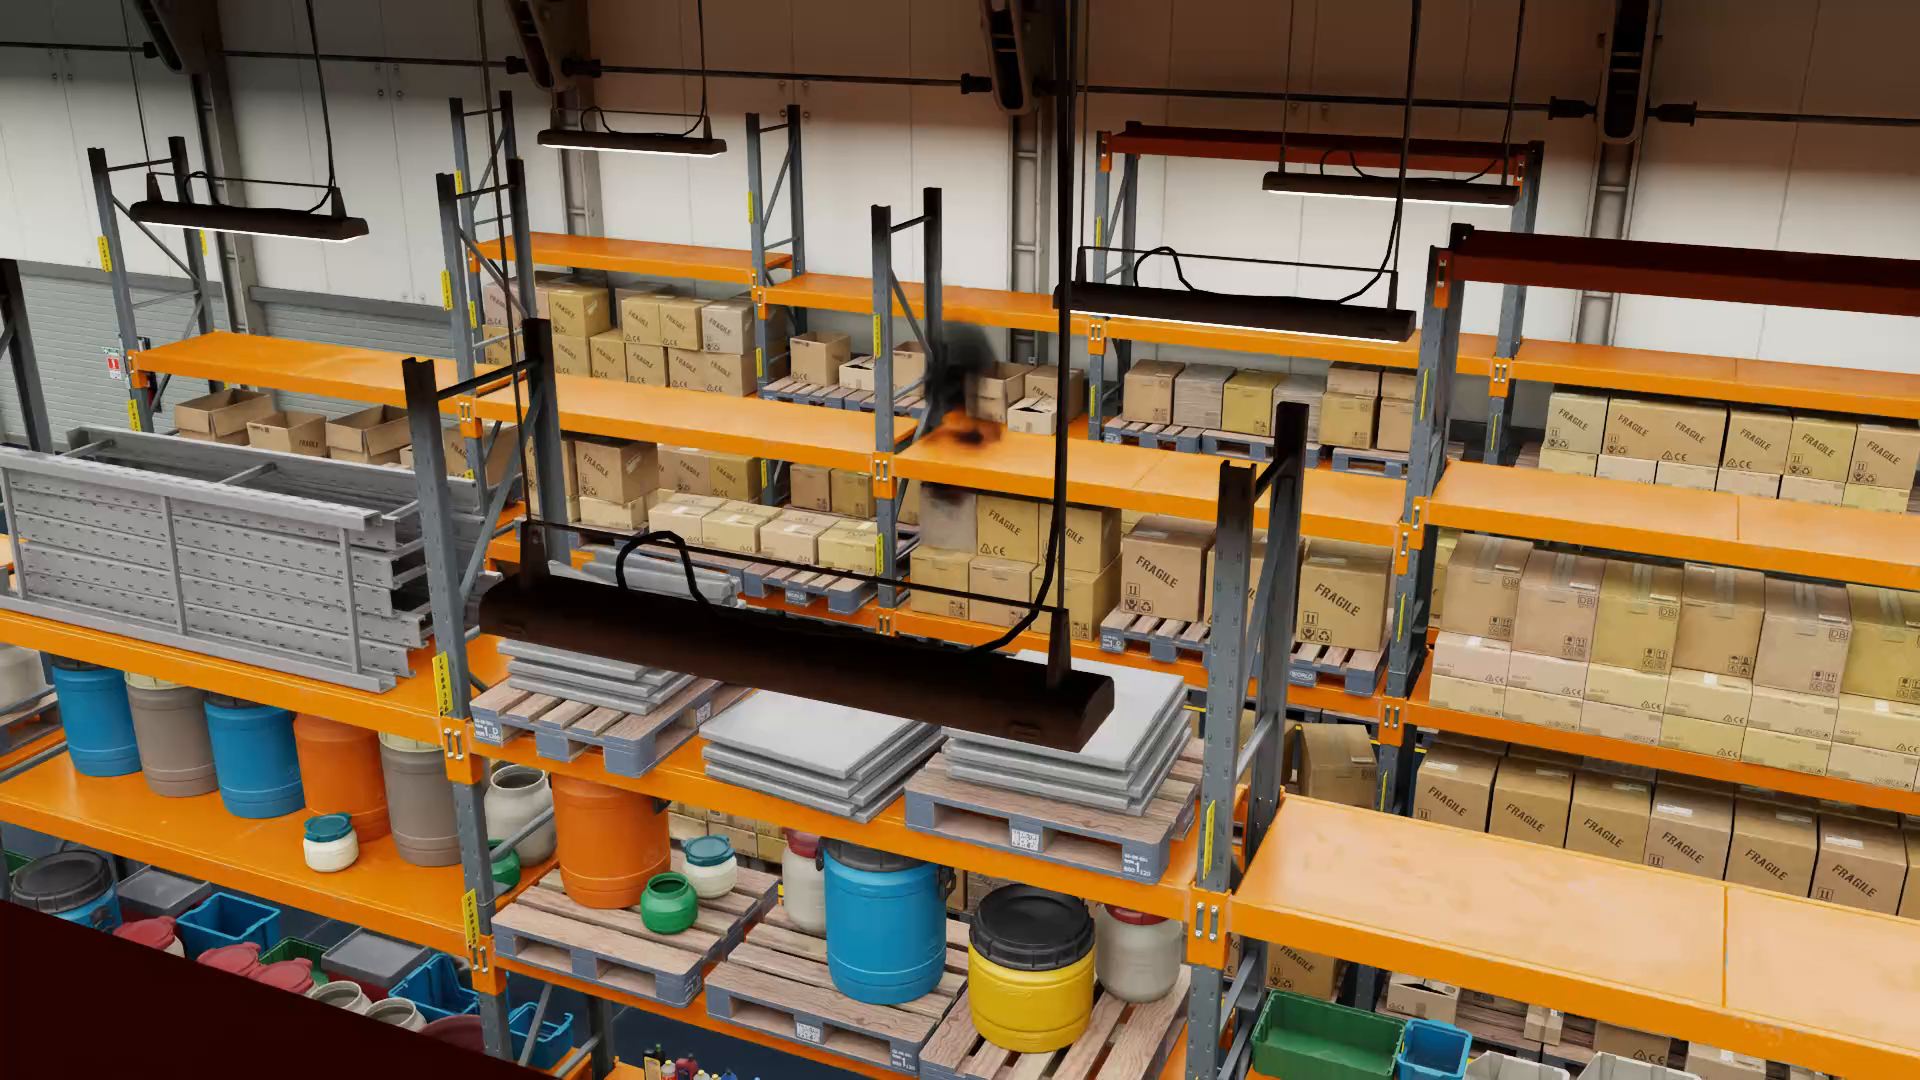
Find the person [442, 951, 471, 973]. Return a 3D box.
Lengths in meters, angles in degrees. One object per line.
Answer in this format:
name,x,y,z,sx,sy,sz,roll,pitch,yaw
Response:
person,-4.310,2.721,13.047,0.876,1.780,0.687,5,21,14
